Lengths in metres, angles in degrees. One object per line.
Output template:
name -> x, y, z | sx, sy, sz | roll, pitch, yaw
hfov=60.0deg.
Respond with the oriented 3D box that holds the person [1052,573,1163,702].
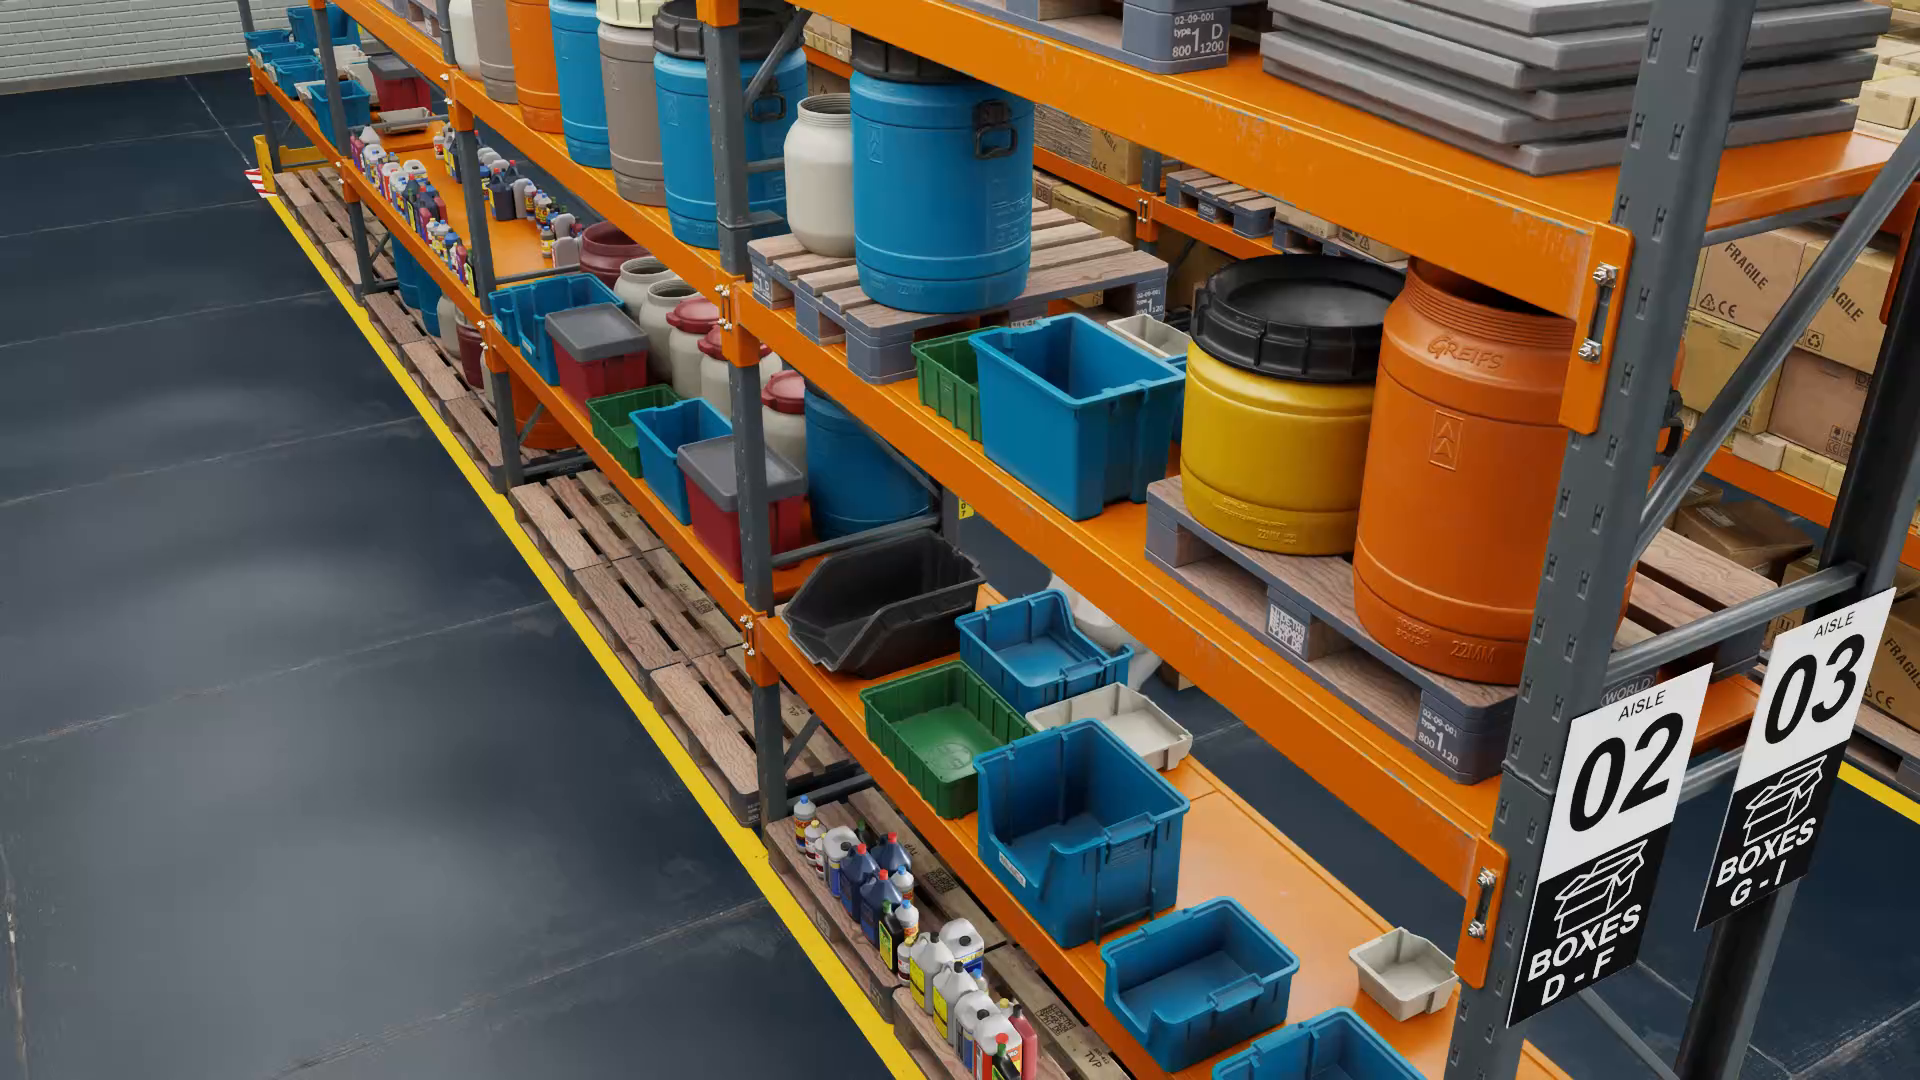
person -> 0.951, 0.371, 8.690 | 1.023, 0.975, 0.537 | -17, 33, -29
